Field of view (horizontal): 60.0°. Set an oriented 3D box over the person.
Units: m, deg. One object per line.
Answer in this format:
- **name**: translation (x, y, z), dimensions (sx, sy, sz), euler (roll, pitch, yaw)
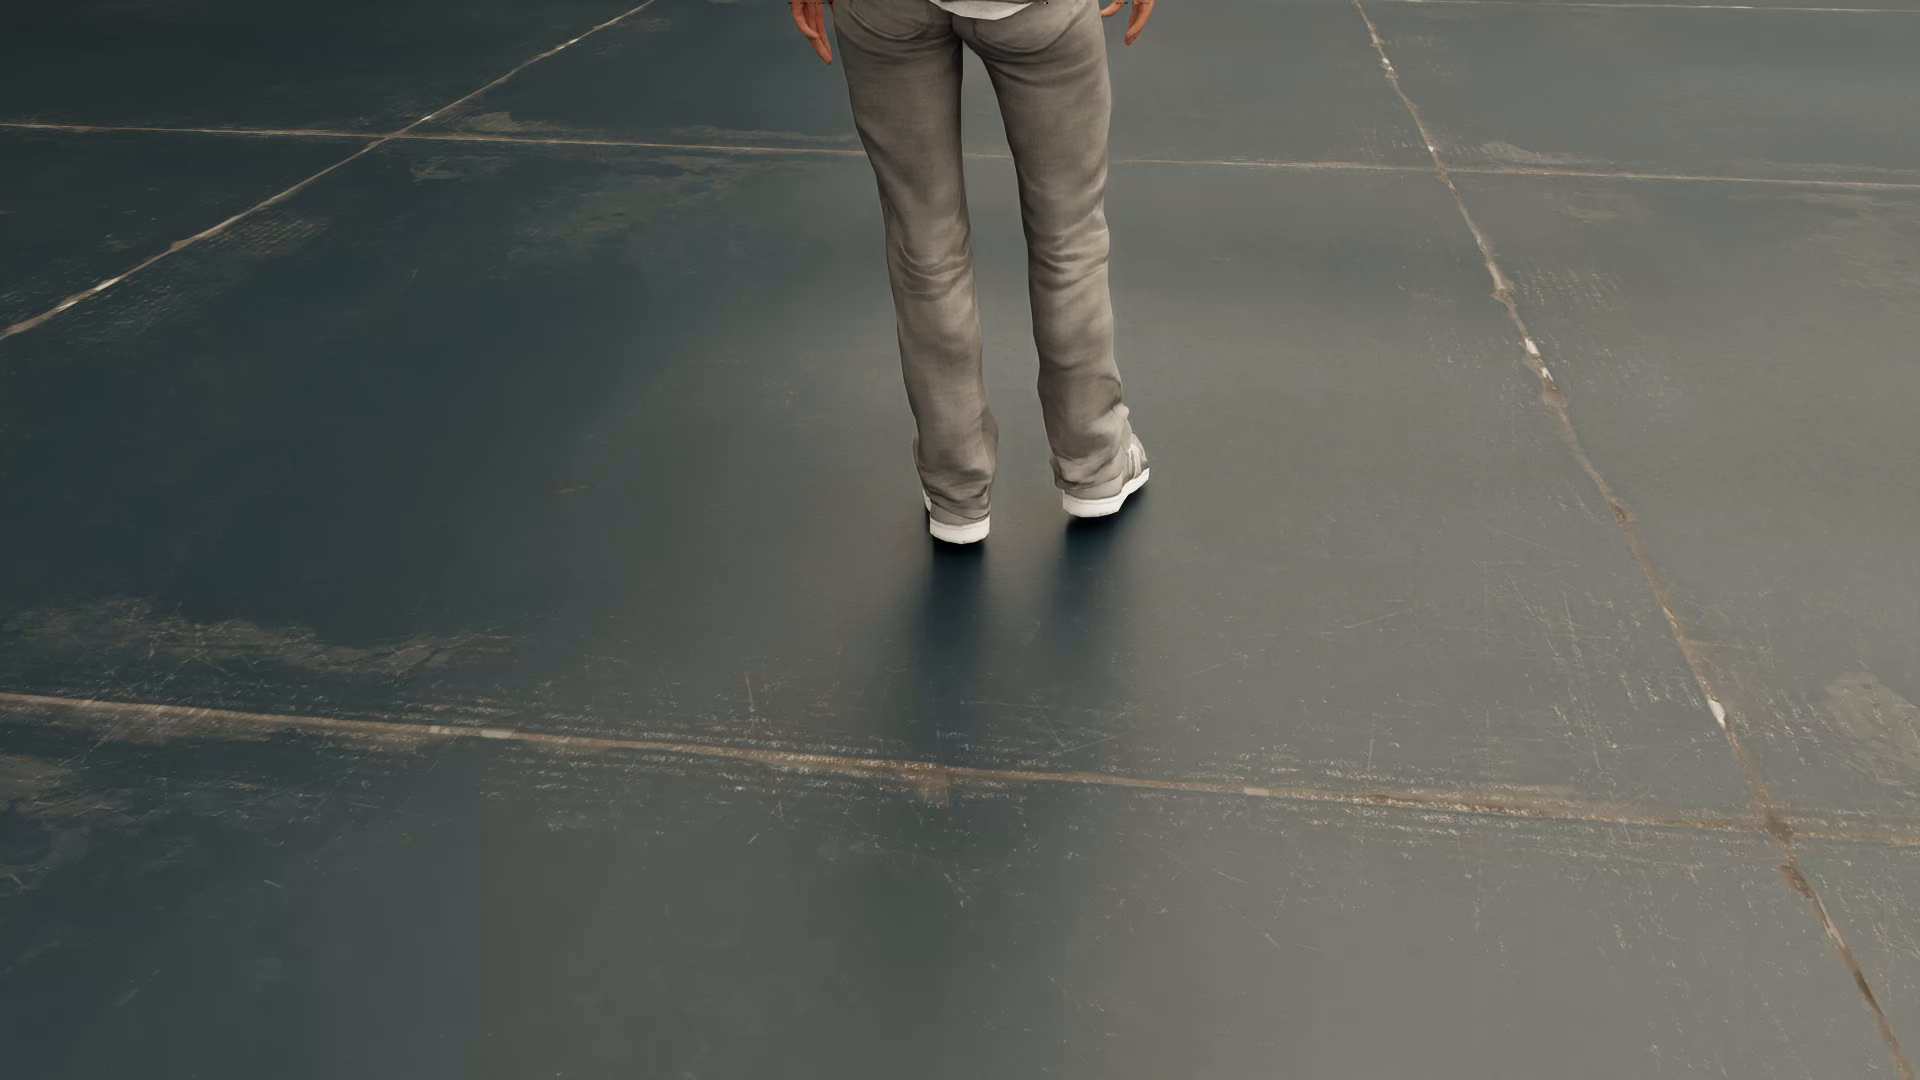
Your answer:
- **person**: translation (0.024, -0.753, 2.205), dimensions (0.521, 1.599, 0.473), euler (3, 27, 7)
